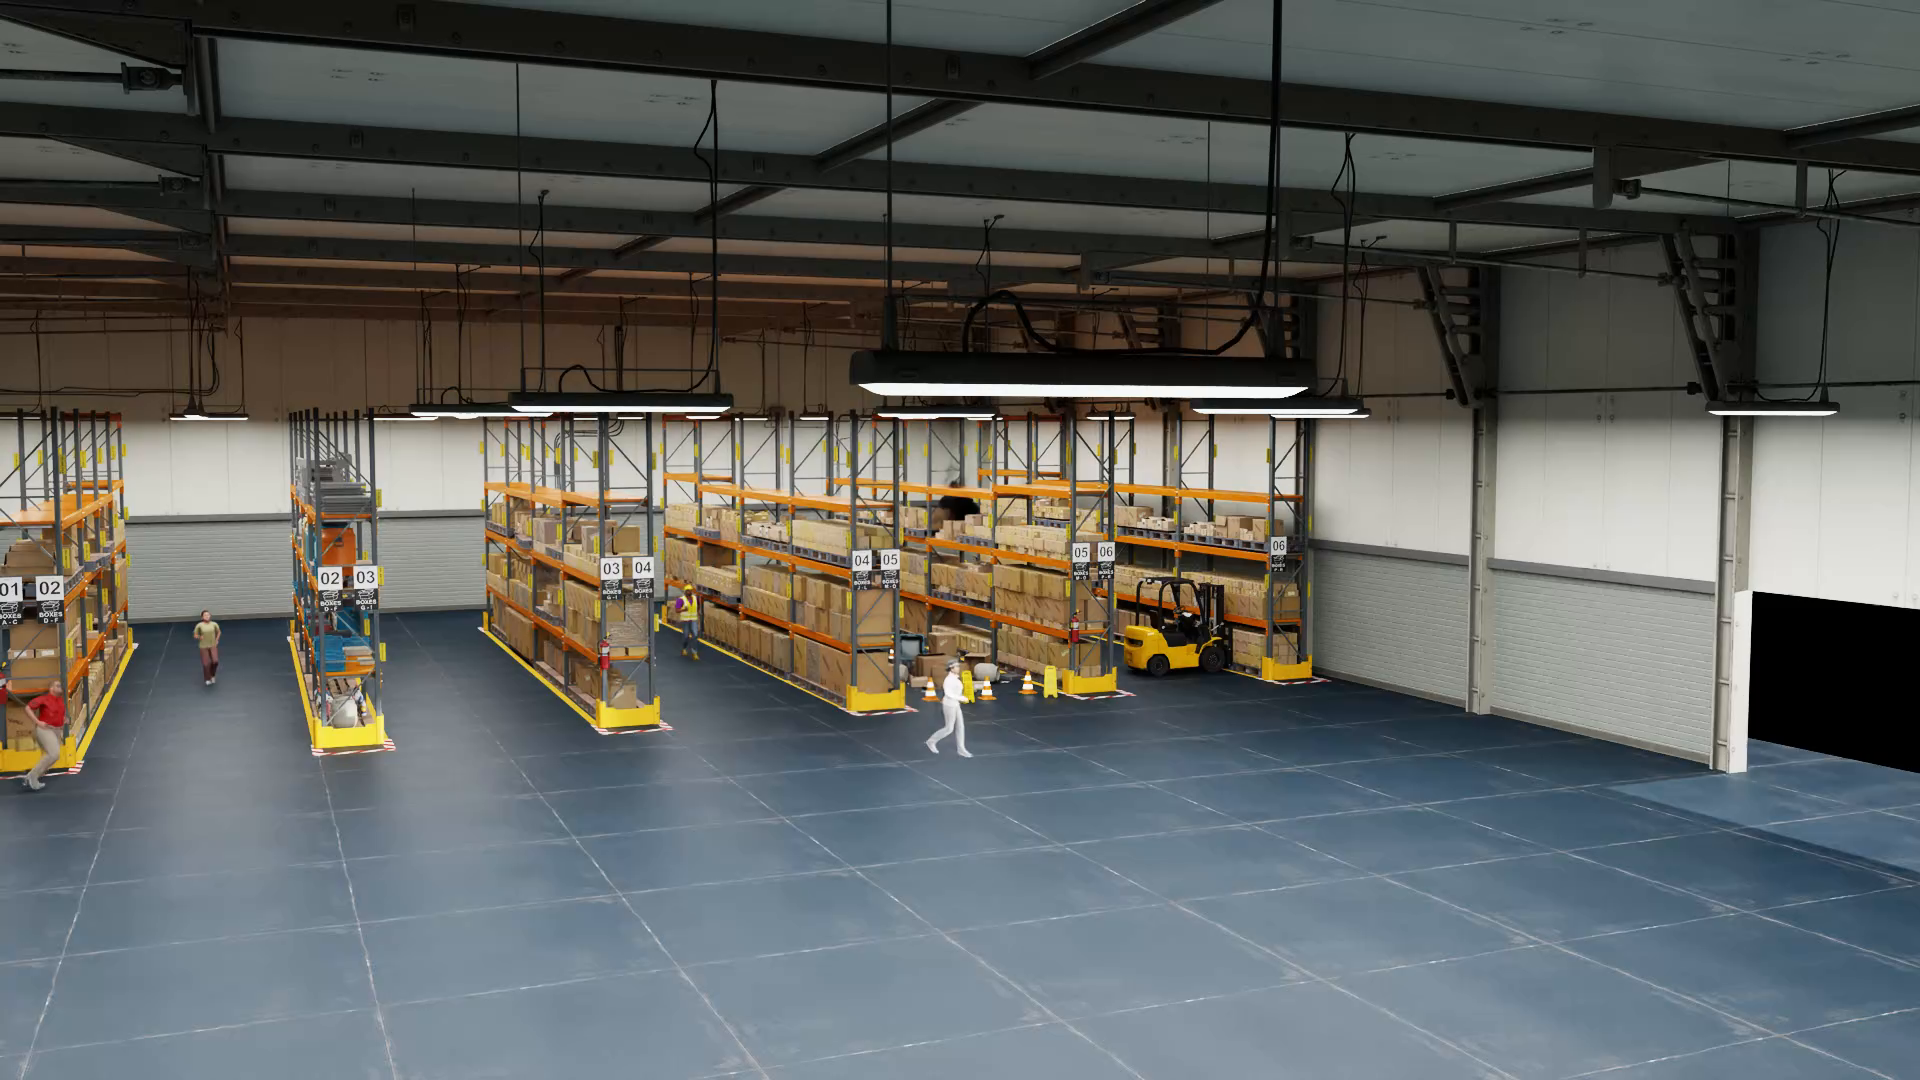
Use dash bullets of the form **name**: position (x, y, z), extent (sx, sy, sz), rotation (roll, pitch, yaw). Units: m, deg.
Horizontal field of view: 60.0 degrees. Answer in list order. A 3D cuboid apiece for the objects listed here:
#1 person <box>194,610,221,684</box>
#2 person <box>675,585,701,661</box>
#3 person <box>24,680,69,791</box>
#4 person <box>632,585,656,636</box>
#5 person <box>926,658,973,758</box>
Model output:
- **person**: position (-16.411, 2.355, 36.313), extent (0.567, 1.615, 0.549), rotation (-2, 5, -32)
- **person**: position (-6.593, 1.990, 40.463), extent (0.682, 1.810, 0.815), rotation (-2, 4, -24)
- **person**: position (-14.336, 3.054, 26.168), extent (0.625, 1.673, 0.738), rotation (0, 4, 3)
- **person**: position (-8.456, 1.718, 44.455), extent (0.674, 1.818, 0.910), rotation (-1, 4, -15)
- **person**: position (-0.173, 2.879, 28.577), extent (0.815, 1.712, 0.637), rotation (1, 4, 13)
